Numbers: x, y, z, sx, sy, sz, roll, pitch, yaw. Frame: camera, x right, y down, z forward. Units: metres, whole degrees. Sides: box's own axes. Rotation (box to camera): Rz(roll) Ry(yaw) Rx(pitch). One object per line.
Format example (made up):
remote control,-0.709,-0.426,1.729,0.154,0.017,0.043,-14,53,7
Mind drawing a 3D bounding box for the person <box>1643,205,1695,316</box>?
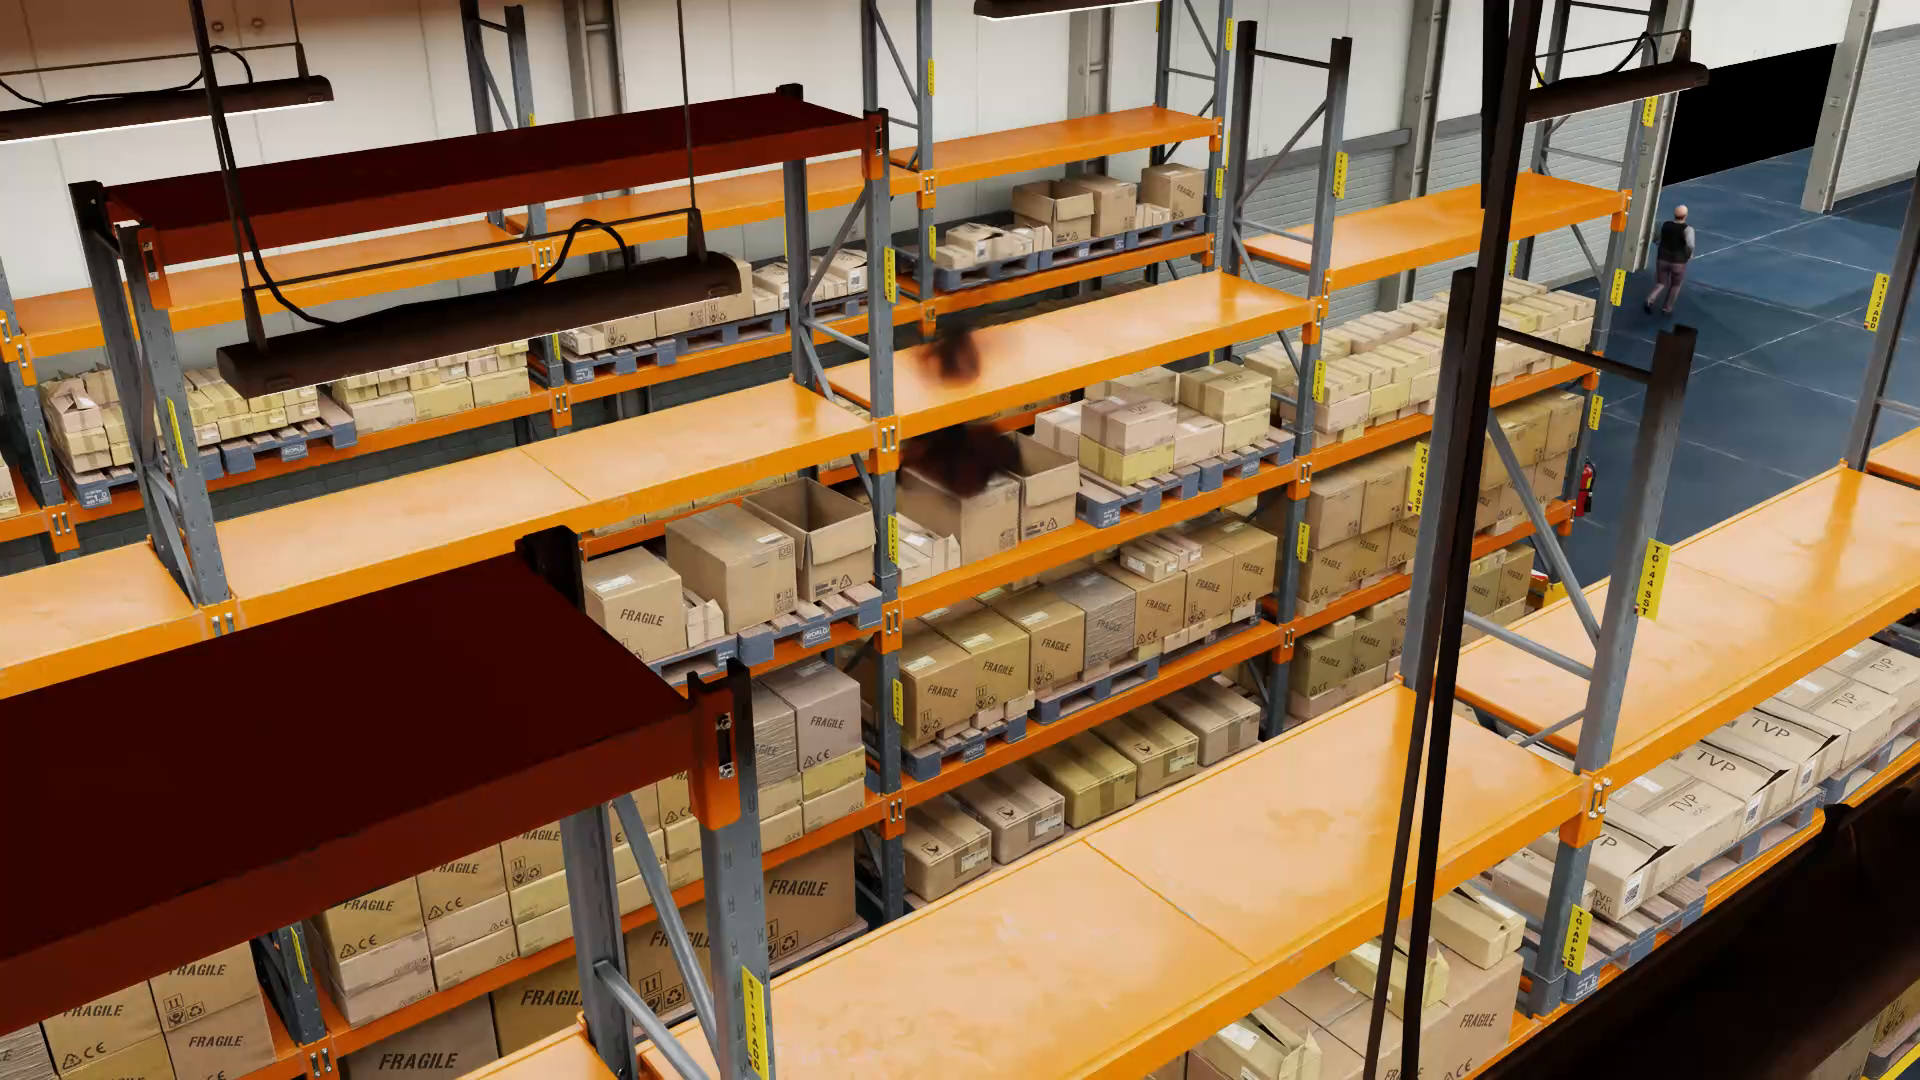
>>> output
person,10.475,-4.078,24.501,0.669,1.716,0.767,23,35,39
